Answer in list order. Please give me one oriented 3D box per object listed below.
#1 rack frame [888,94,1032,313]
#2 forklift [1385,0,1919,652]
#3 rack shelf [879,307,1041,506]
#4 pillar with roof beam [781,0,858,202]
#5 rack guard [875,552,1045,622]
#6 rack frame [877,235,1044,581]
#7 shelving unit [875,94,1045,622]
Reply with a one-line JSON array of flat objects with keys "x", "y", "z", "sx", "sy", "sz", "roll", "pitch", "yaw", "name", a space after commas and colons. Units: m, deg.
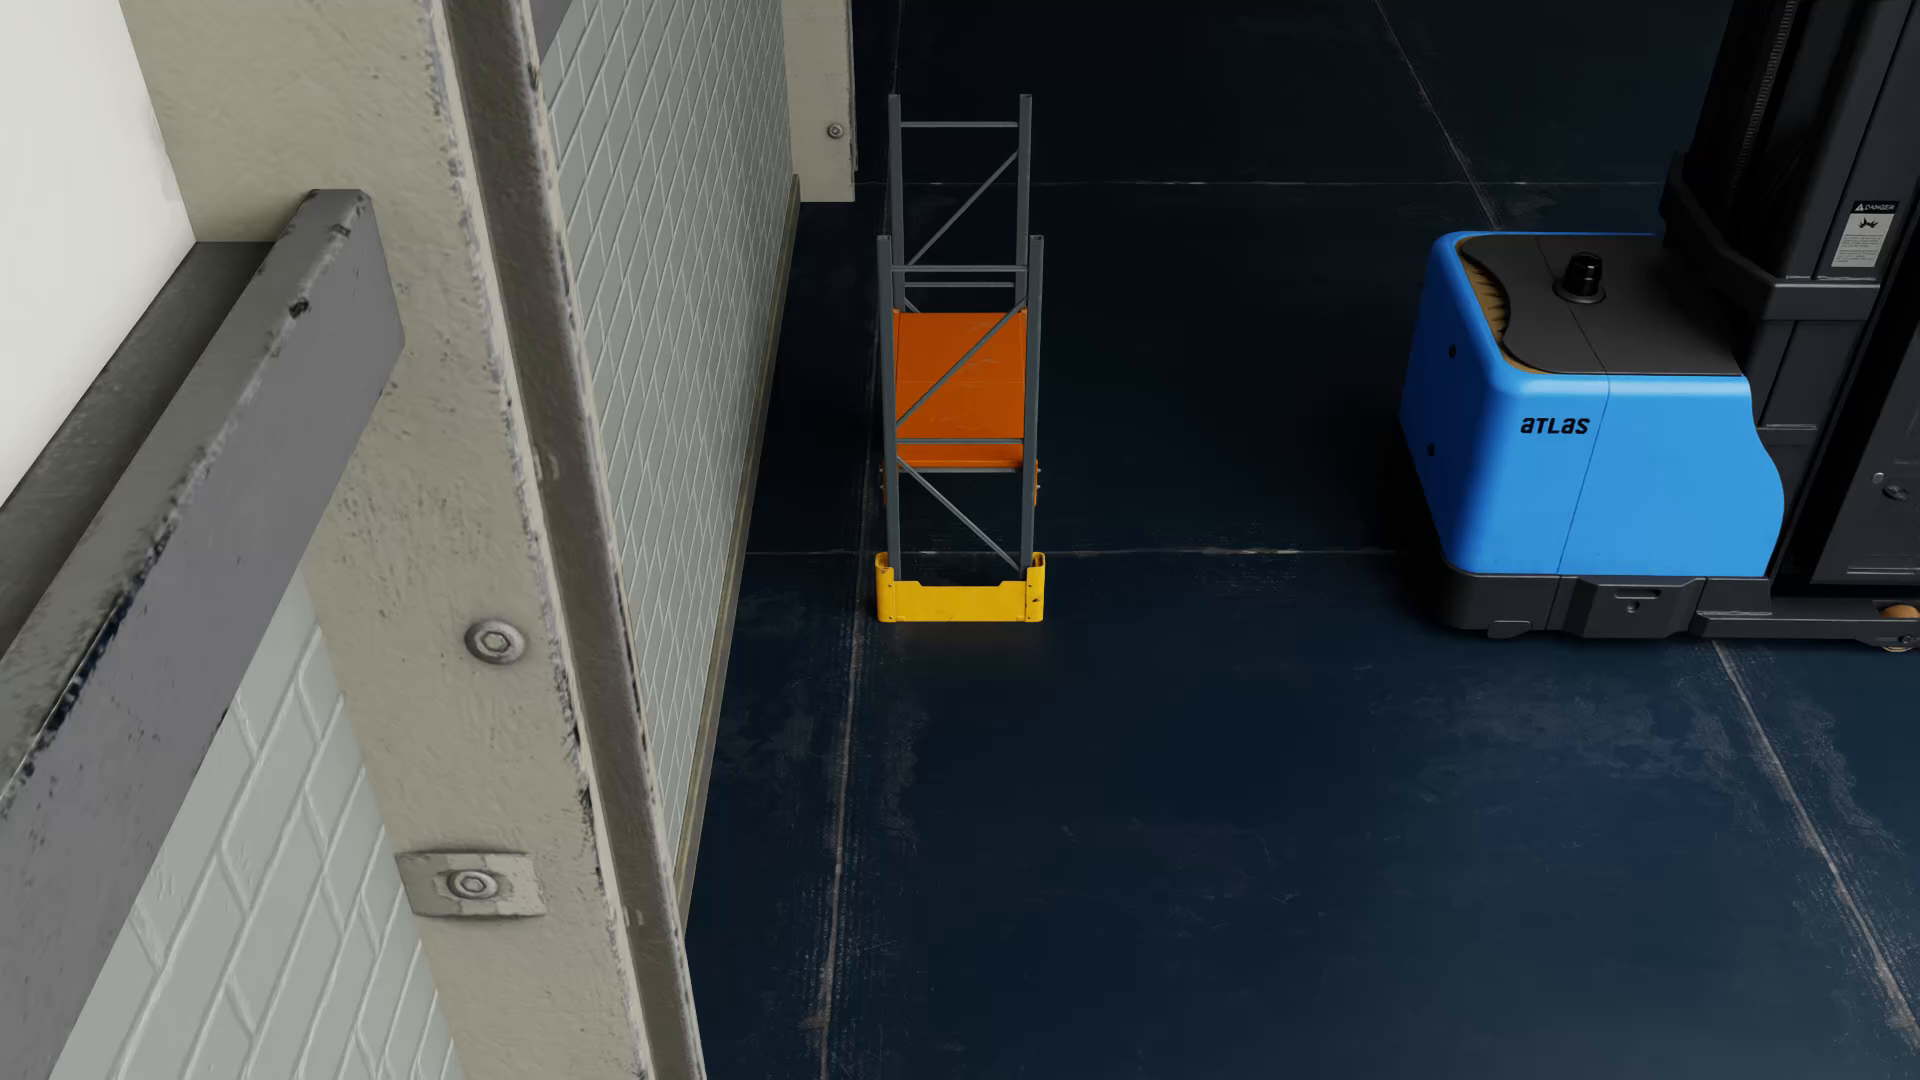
[{"x": -0.001, "y": -0.956, "z": 6.244, "sx": 0.500, "sy": 1.500, "sz": 0.032, "roll": 0, "pitch": 39, "yaw": 0, "name": "rack frame"}, {"x": 3.165, "y": -1.091, "z": 5.268, "sx": 3.031, "sy": 2.935, "sz": 1.130, "roll": 1, "pitch": 39, "yaw": 1, "name": "forklift"}, {"x": 0.000, "y": -0.498, "z": 5.960, "sx": 0.538, "sy": 0.185, "sz": 1.000, "roll": 0, "pitch": 39, "yaw": 0, "name": "rack shelf"}, {"x": 3.619, "y": -5.343, "z": 5.722, "sx": 9.100, "sy": 9.000, "sz": 0.400, "roll": 0, "pitch": 39, "yaw": 0, "name": "pillar with roof beam"}, {"x": 0.000, "y": 0.166, "z": 5.843, "sx": 0.587, "sy": 0.250, "sz": 0.087, "roll": 0, "pitch": 39, "yaw": 0, "name": "rack guard"}, {"x": 0.000, "y": -0.321, "z": 5.451, "sx": 0.500, "sy": 1.500, "sz": 0.032, "roll": 0, "pitch": 39, "yaw": 0, "name": "rack frame"}, {"x": 0.000, "y": -0.633, "z": 5.840, "sx": 0.587, "sy": 1.500, "sz": 1.083, "roll": 0, "pitch": 39, "yaw": 0, "name": "shelving unit"}]
